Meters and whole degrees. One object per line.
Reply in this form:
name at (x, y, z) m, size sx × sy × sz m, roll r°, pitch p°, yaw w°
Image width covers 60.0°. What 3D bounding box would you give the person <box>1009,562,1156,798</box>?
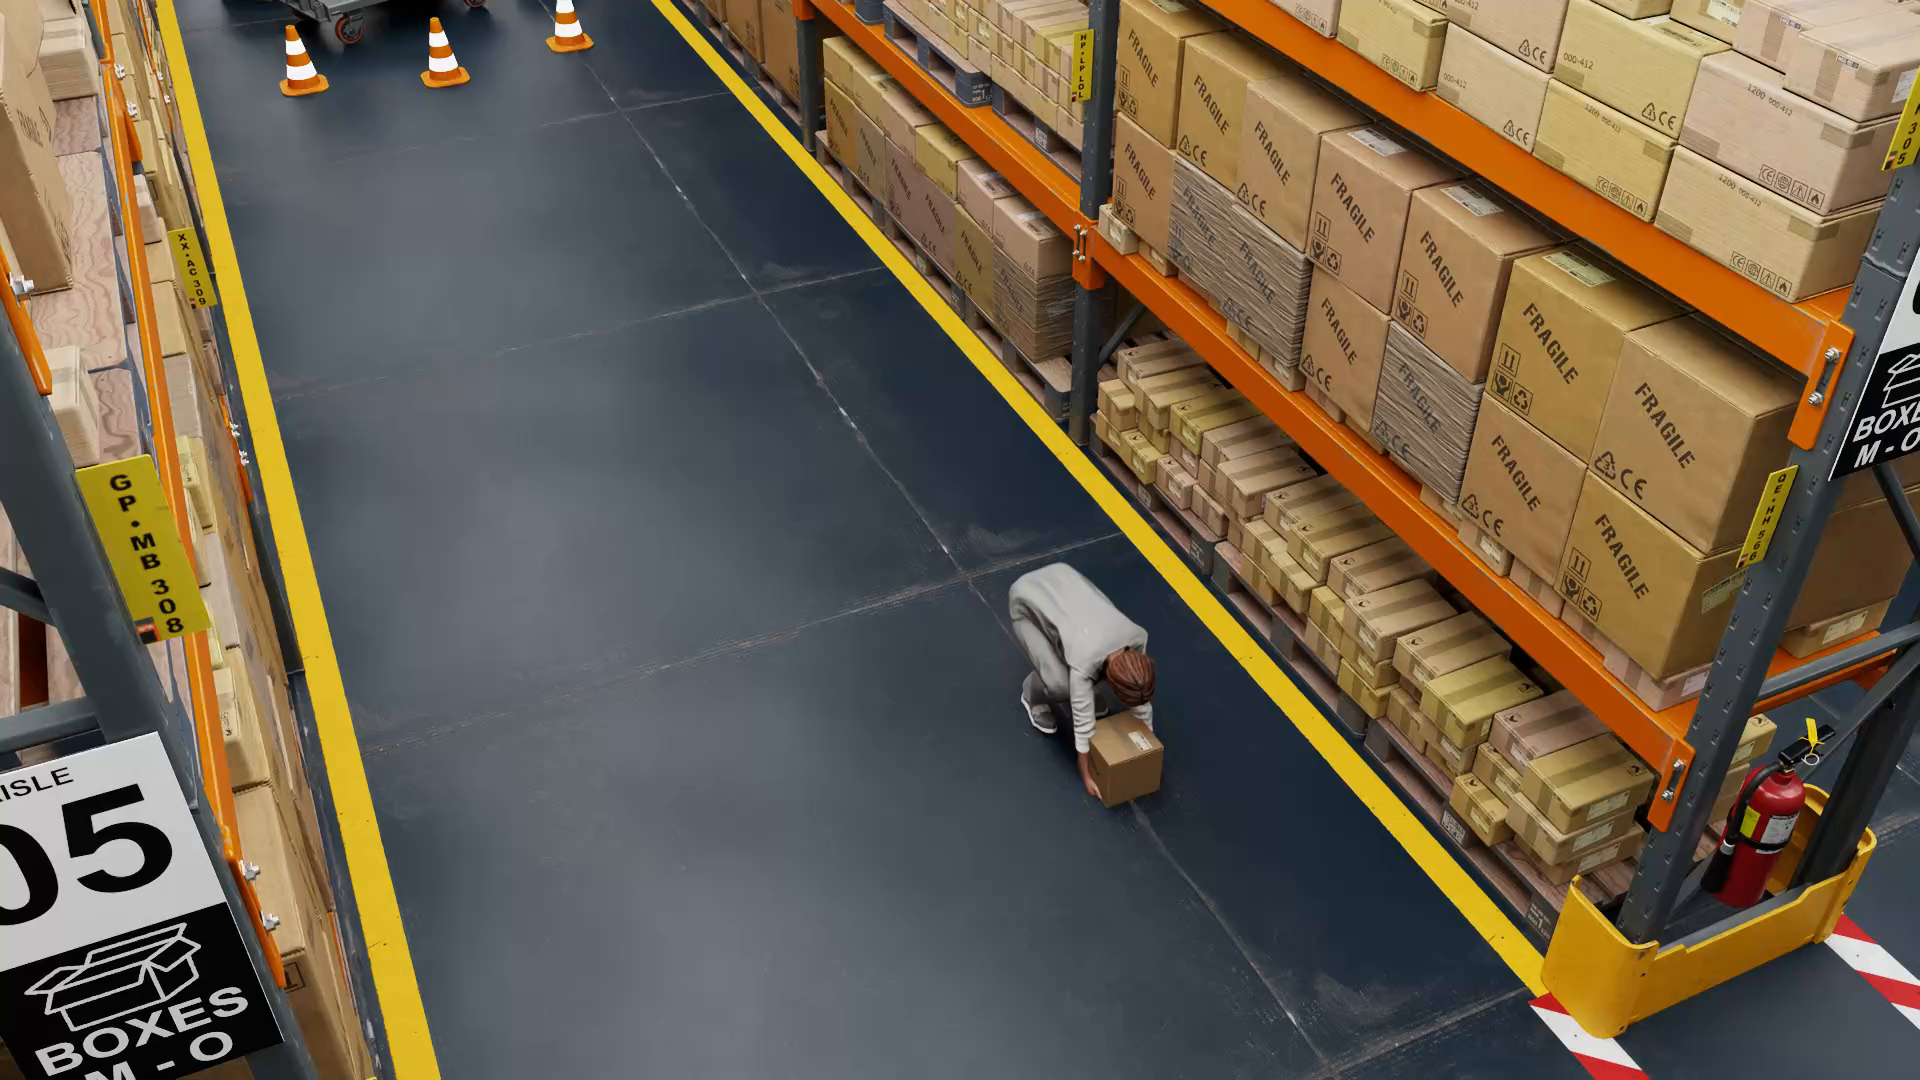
person at (0.515, 0.541, 6.907) m, size 0.421 × 0.738 × 0.873 m, roll -18°, pitch 41°, yaw -21°
